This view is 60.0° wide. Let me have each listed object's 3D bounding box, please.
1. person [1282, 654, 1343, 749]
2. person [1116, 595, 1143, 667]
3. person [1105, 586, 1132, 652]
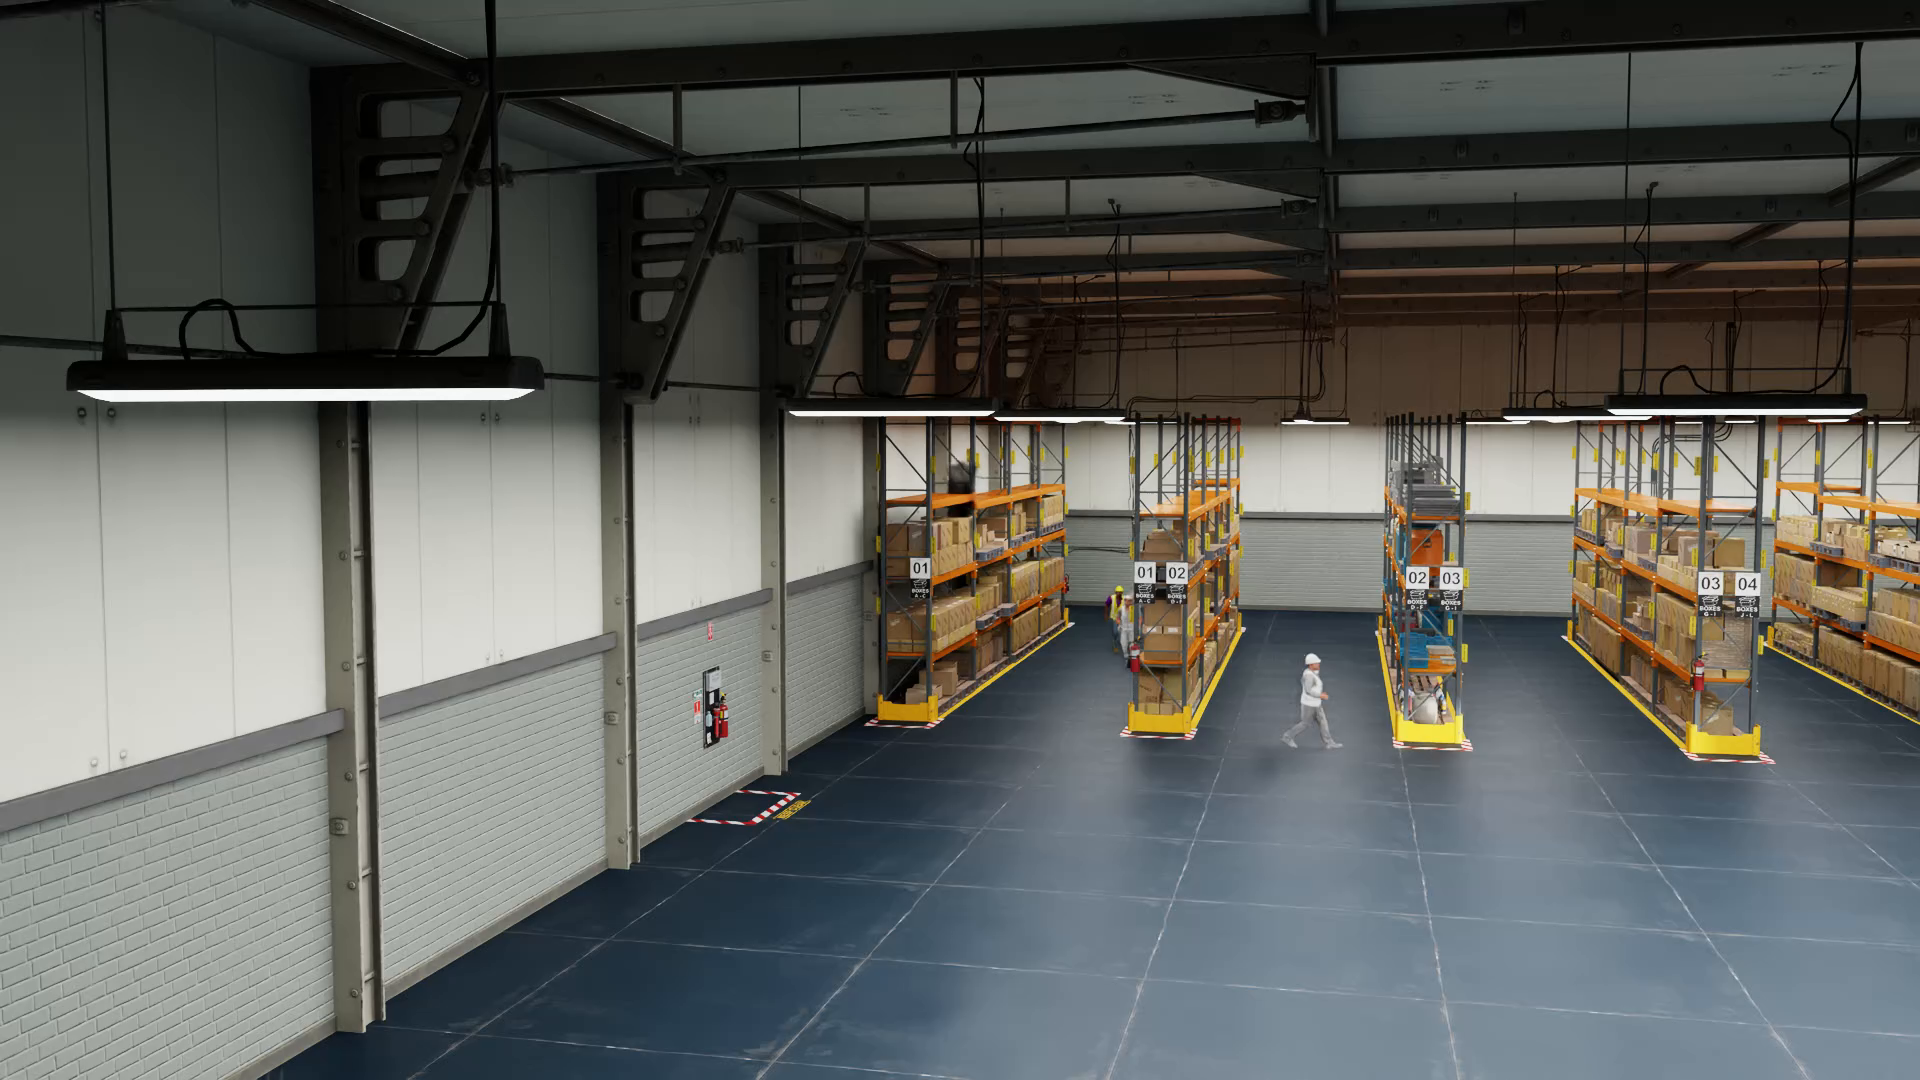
[{"bbox_3d":[6.156,2.838,29.128,1.049,1.710,0.681,2,4,22],"label":"person"},{"bbox_3d":[4.042,2.172,39.772,0.652,1.728,0.633,1,4,16],"label":"person"},{"bbox_3d":[4.044,2.009,42.496,0.685,1.693,0.700,0,4,0],"label":"person"}]
